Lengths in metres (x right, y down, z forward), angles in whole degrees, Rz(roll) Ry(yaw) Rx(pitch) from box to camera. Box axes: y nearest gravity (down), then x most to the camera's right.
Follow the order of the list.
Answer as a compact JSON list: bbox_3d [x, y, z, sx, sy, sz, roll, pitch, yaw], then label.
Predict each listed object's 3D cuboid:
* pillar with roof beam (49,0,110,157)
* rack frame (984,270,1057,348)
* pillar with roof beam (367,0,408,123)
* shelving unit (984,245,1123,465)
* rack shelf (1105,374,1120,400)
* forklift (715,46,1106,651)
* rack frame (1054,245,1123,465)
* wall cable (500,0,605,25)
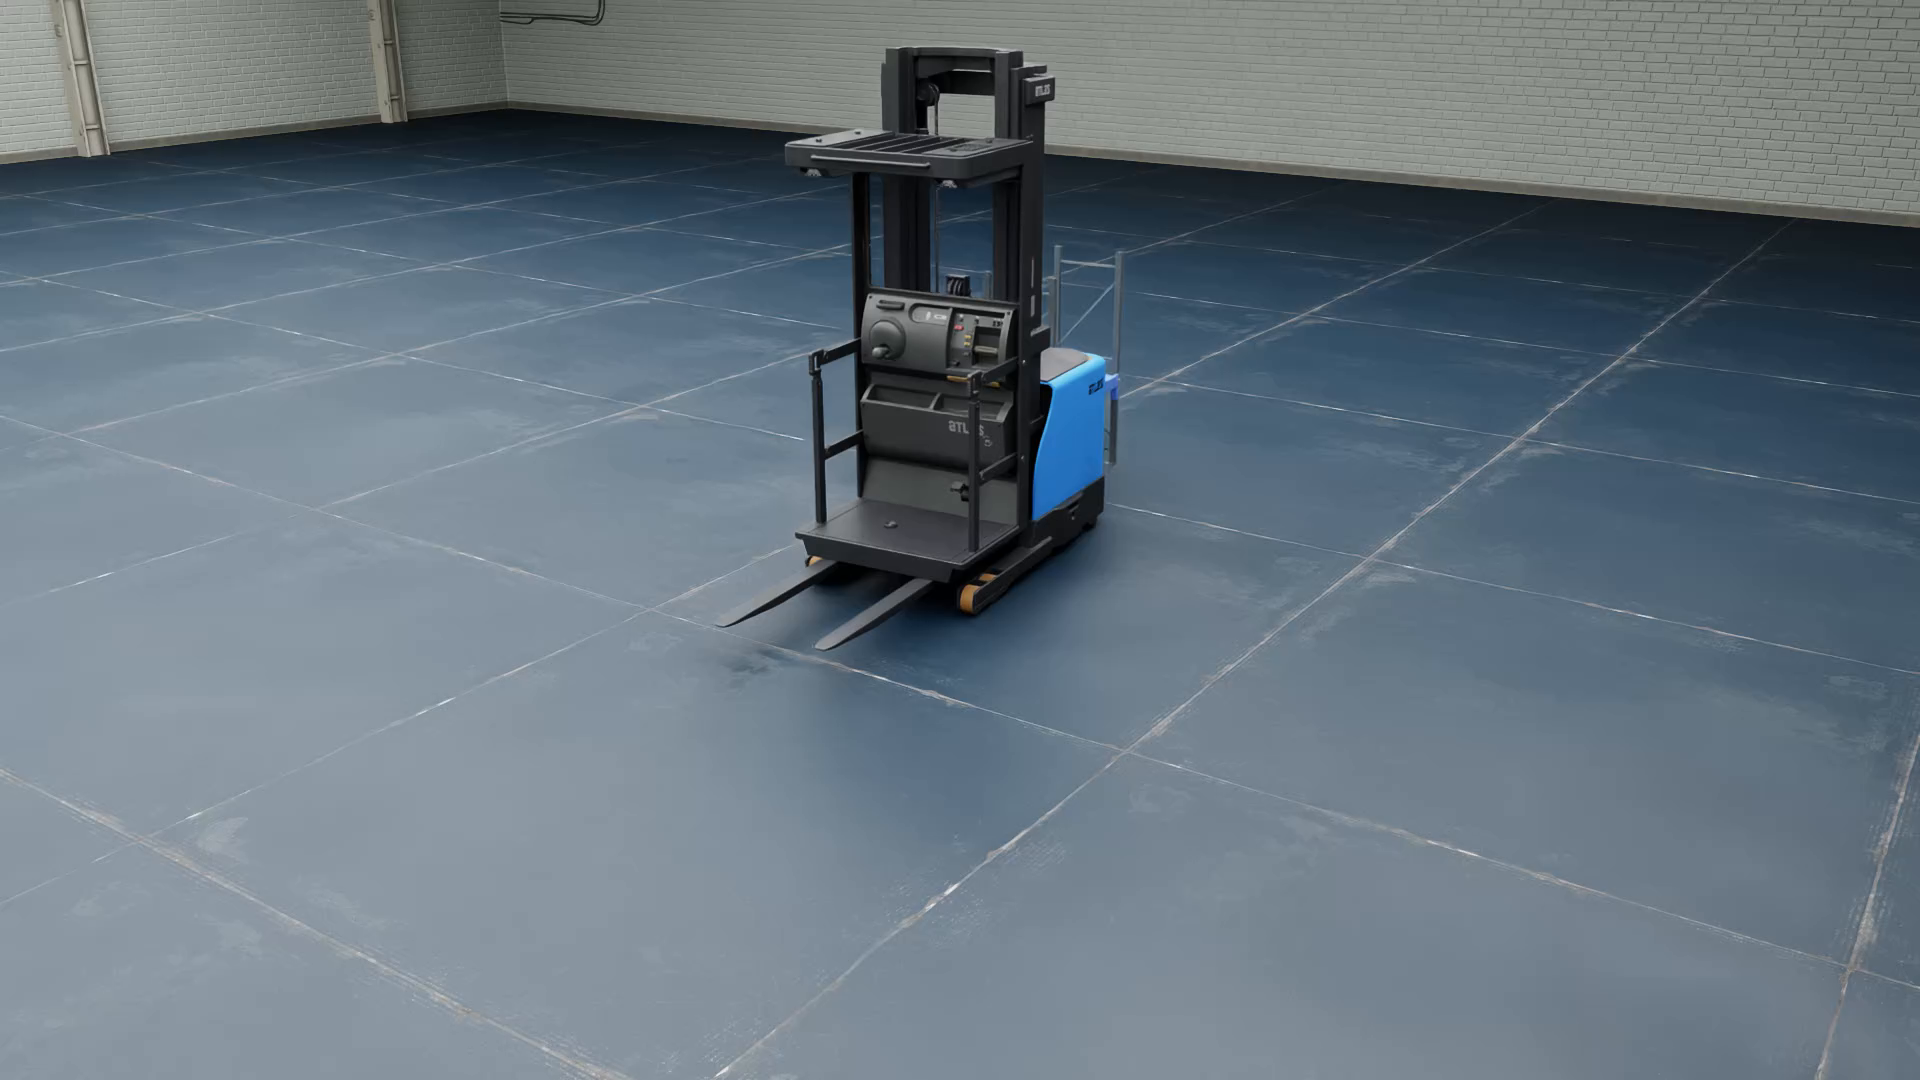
[{"bbox_3d":[-10.729,-9.734,23.609,9.100,9.000,0.400,13,24,32],"label":"pillar with roof beam"},{"bbox_3d":[0.380,-0.966,10.713,0.500,1.500,0.032,11,23,27],"label":"rack frame"},{"bbox_3d":[-7.356,-11.456,28.263,9.100,9.000,0.400,13,24,32],"label":"pillar with roof beam"},{"bbox_3d":[0.627,-1.120,11.130,0.538,1.500,1.048,11,23,27],"label":"shelving unit"},{"bbox_3d":[0.627,-0.951,11.193,0.538,0.185,1.000,11,23,27],"label":"rack shelf"},{"bbox_3d":[-0.234,-1.141,9.125,1.130,2.935,3.031,11,23,27],"label":"forklift"},{"bbox_3d":[0.874,-1.274,11.547,0.500,1.500,0.032,11,23,27],"label":"rack frame"},{"bbox_3d":[-8.167,-11.426,32.660,3.097,2.526,0.112,13,24,32],"label":"wall cable"}]
